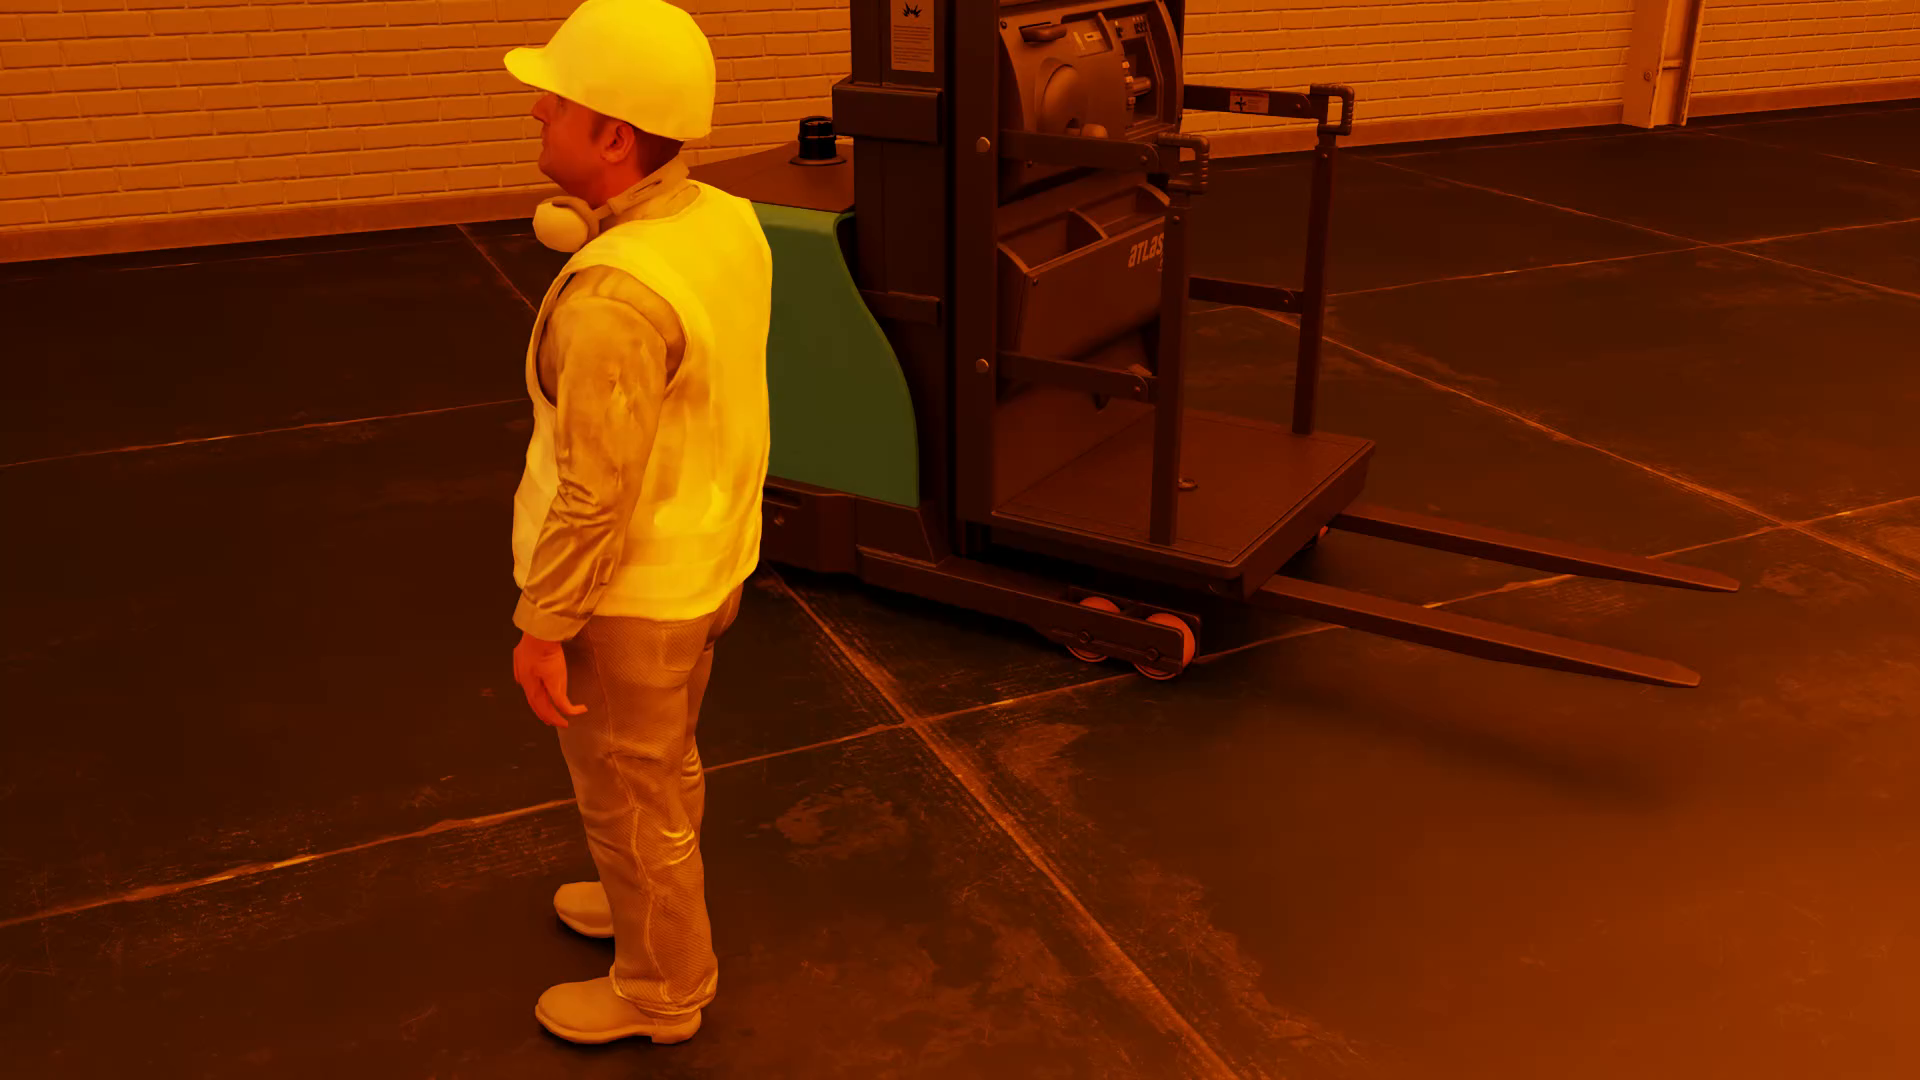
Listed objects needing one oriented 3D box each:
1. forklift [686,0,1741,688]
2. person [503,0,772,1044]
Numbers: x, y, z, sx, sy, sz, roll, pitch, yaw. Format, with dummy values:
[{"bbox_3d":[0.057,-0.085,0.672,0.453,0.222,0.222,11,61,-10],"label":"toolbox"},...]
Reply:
[{"bbox_3d":[0.534,-1.229,4.245,3.031,2.935,1.130,13,26,29],"label":"forklift"},{"bbox_3d":[-0.582,0.039,2.681,0.569,1.773,0.630,5,23,12],"label":"person"}]
